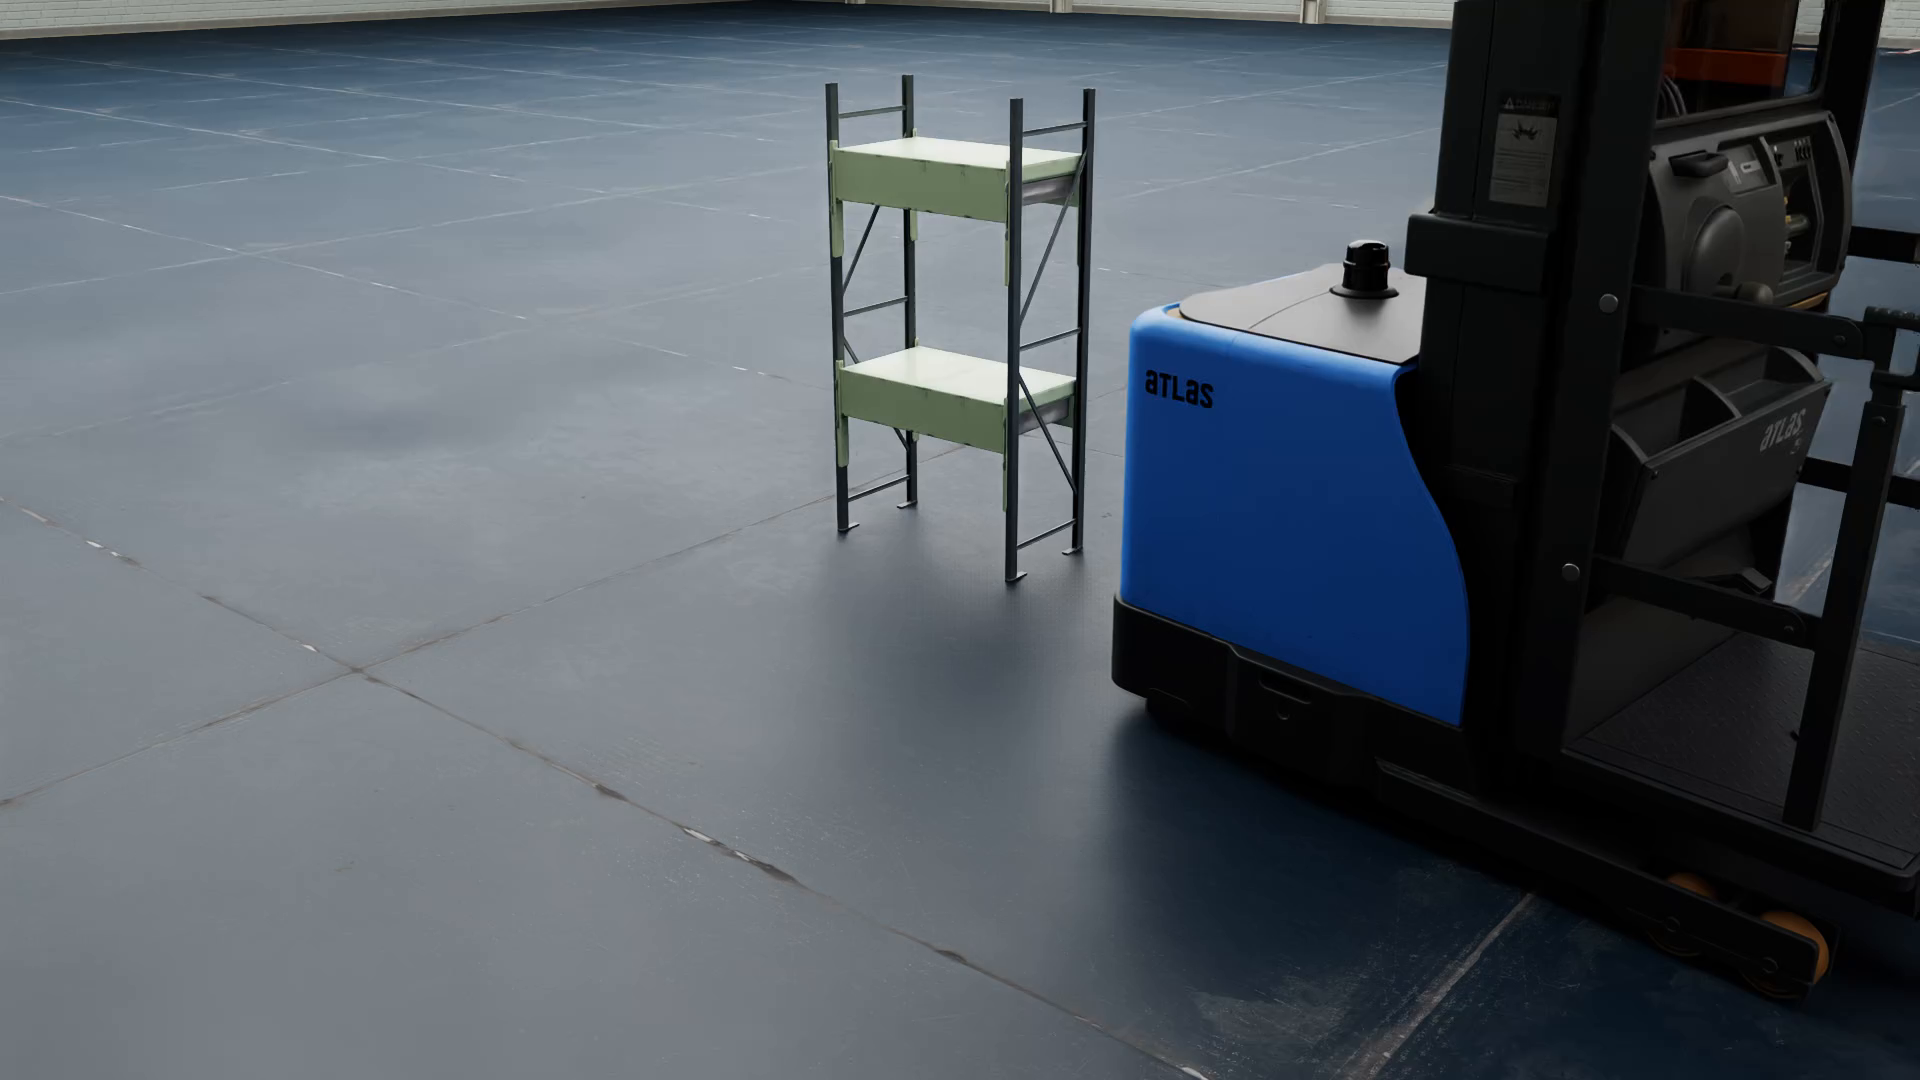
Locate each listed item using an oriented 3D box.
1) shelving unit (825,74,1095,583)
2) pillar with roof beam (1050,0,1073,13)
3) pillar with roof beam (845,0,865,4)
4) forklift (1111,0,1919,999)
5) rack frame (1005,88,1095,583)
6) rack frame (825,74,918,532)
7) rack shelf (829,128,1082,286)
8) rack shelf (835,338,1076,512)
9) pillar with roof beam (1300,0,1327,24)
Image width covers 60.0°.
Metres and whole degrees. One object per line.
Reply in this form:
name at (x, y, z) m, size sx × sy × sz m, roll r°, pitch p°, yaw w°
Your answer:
shelving unit at (-0.005, -0.703, 5.407) m, size 0.755 × 1.500 × 0.431 m, roll 16°, pitch 26°, yaw 36°
pillar with roof beam at (-0.543, -14.385, 31.062) m, size 0.400 × 9.000 × 9.100 m, roll 16°, pitch 26°, yaw 36°
pillar with roof beam at (-5.191, -15.724, 34.611) m, size 0.400 × 9.000 × 9.100 m, roll 16°, pitch 26°, yaw 36°
forklift at (1.788, -0.675, 3.303) m, size 1.130 × 2.935 × 3.031 m, roll -19°, pitch 28°, yaw -40°
rack frame at (0.278, -0.622, 5.191) m, size 0.023 × 1.500 × 0.400 m, roll 16°, pitch 26°, yaw 36°
rack frame at (-0.289, -0.785, 5.624) m, size 0.023 × 1.500 × 0.400 m, roll 16°, pitch 26°, yaw 36°
rack shelf at (-0.005, -1.068, 5.270) m, size 0.720 × 0.370 × 0.431 m, roll 16°, pitch 26°, yaw 36°
rack shelf at (-0.005, -0.398, 5.523) m, size 0.720 × 0.370 × 0.431 m, roll 16°, pitch 26°, yaw 36°
pillar with roof beam at (4.105, -13.047, 27.512) m, size 0.400 × 9.000 × 9.100 m, roll 16°, pitch 26°, yaw 36°
